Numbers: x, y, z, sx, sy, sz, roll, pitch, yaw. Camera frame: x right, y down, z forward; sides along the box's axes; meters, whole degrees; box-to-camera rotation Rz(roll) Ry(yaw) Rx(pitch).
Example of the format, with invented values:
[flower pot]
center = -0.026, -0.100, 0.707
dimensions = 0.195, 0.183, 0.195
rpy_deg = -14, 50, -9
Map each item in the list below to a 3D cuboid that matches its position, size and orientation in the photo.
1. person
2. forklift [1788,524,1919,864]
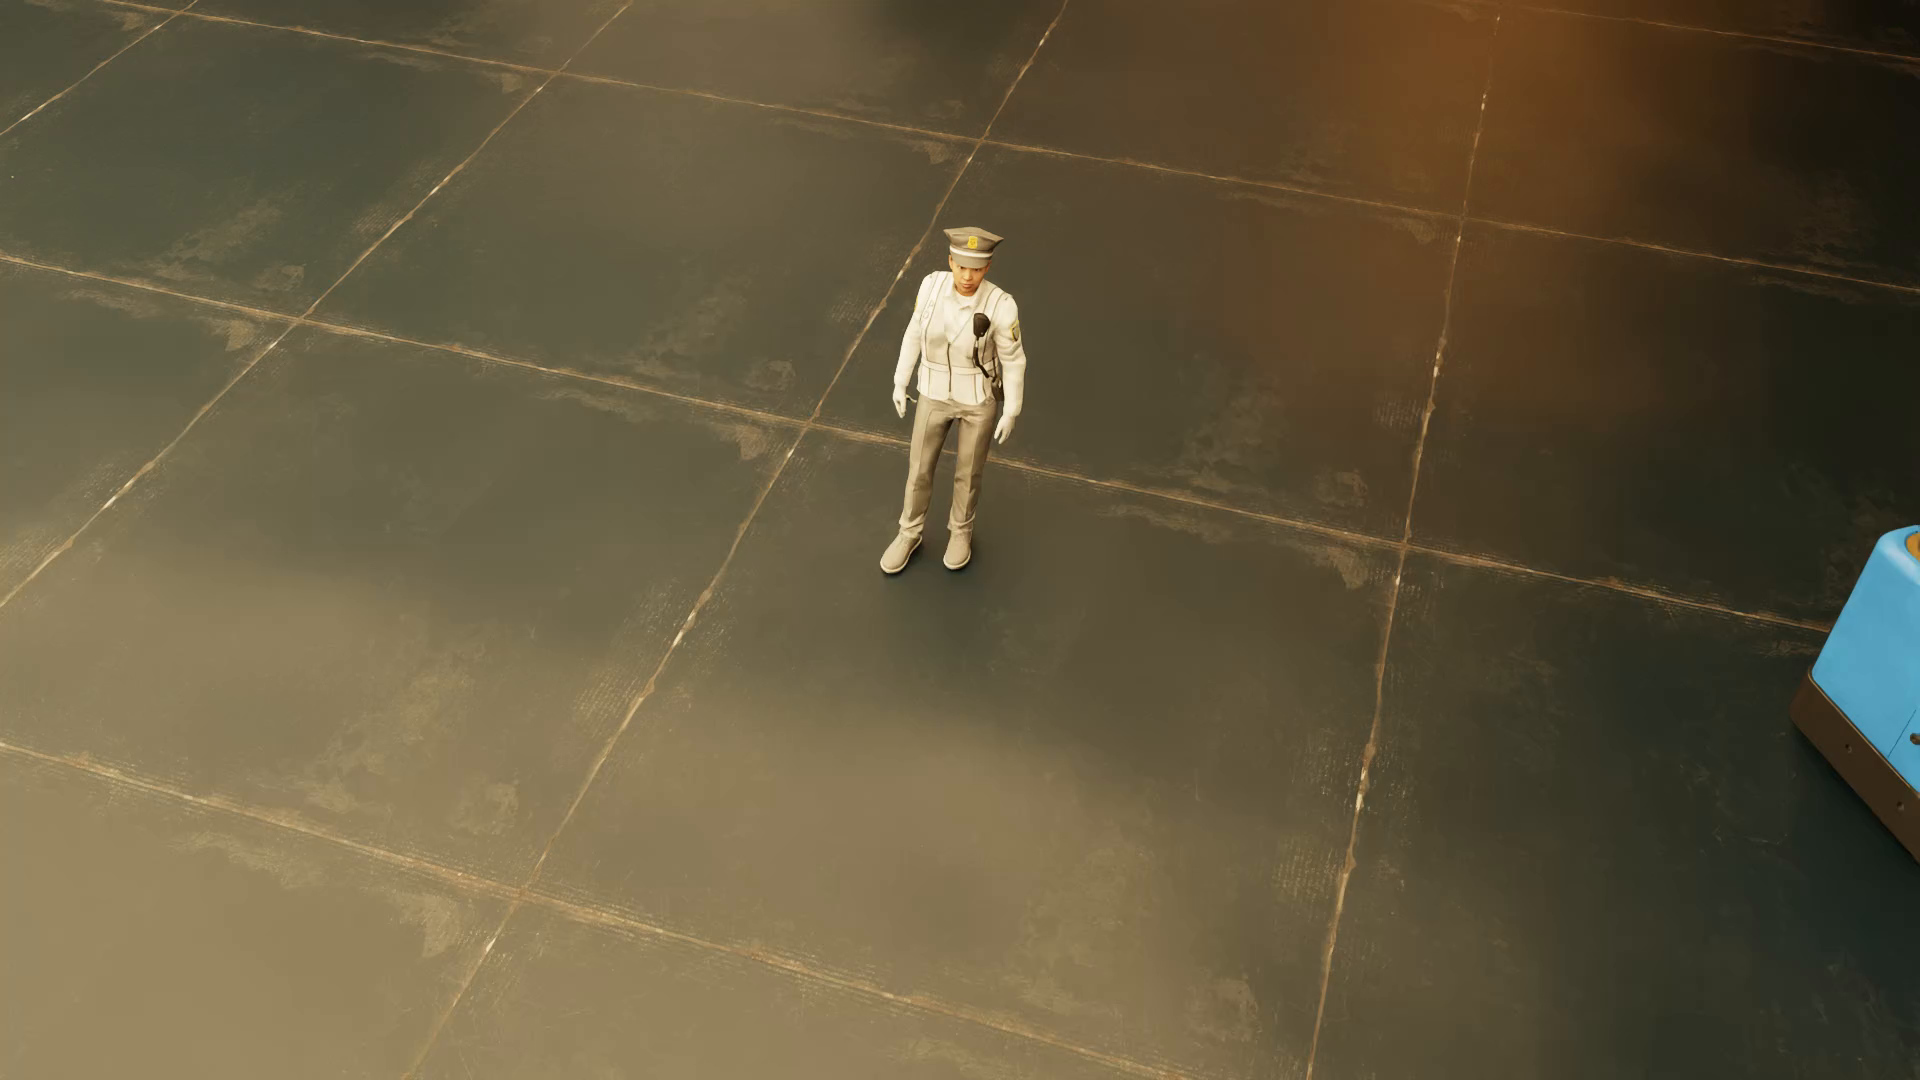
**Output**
[person]
center = -0.028, -0.582, 7.212
dimensions = 0.586, 1.694, 0.530
rpy_deg = 12, 44, 13
[forklift]
center = 5.038, -0.297, 6.008
dimensions = 3.031, 2.935, 1.130
rpy_deg = -12, 44, -13
